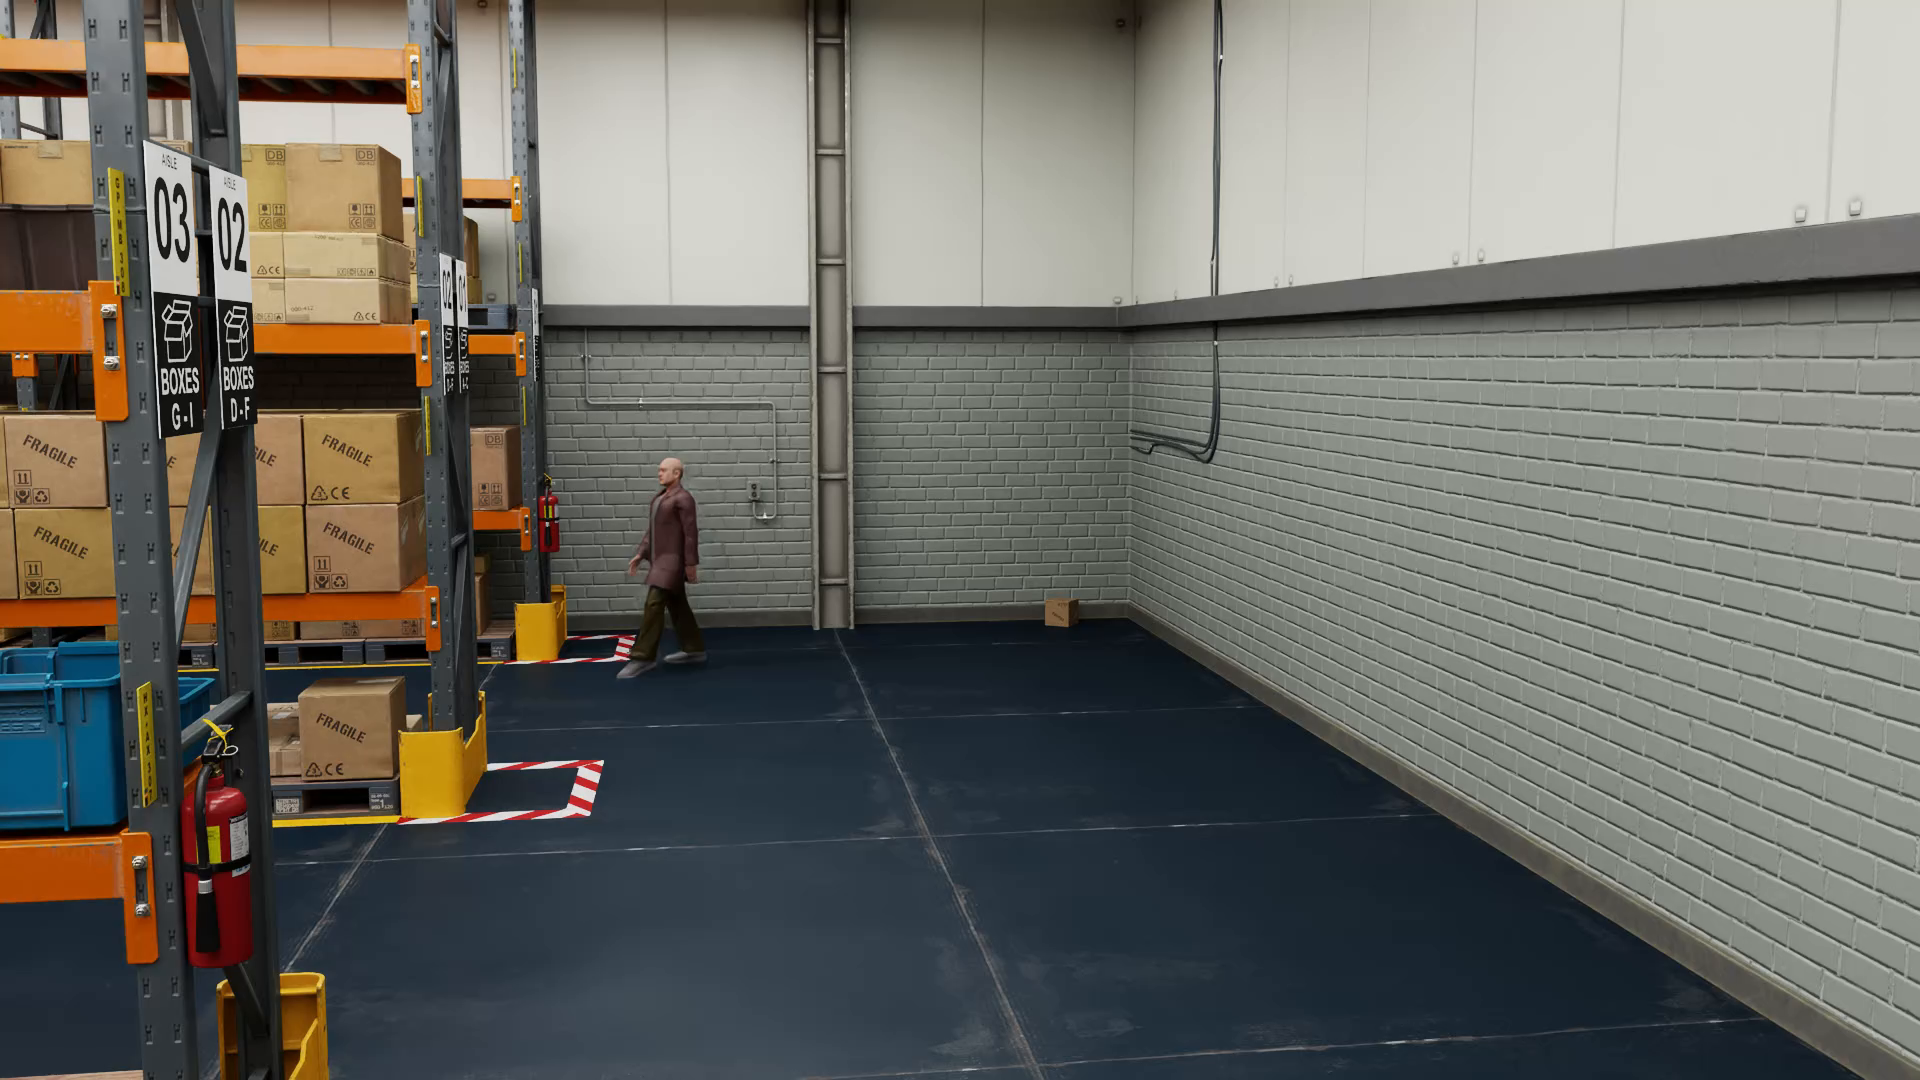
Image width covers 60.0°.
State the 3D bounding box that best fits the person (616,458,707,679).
[{"bbox_3d":[-2.519,0.214,13.865,0.874,1.796,0.574,-4,7,-31],"label":"person"}]
